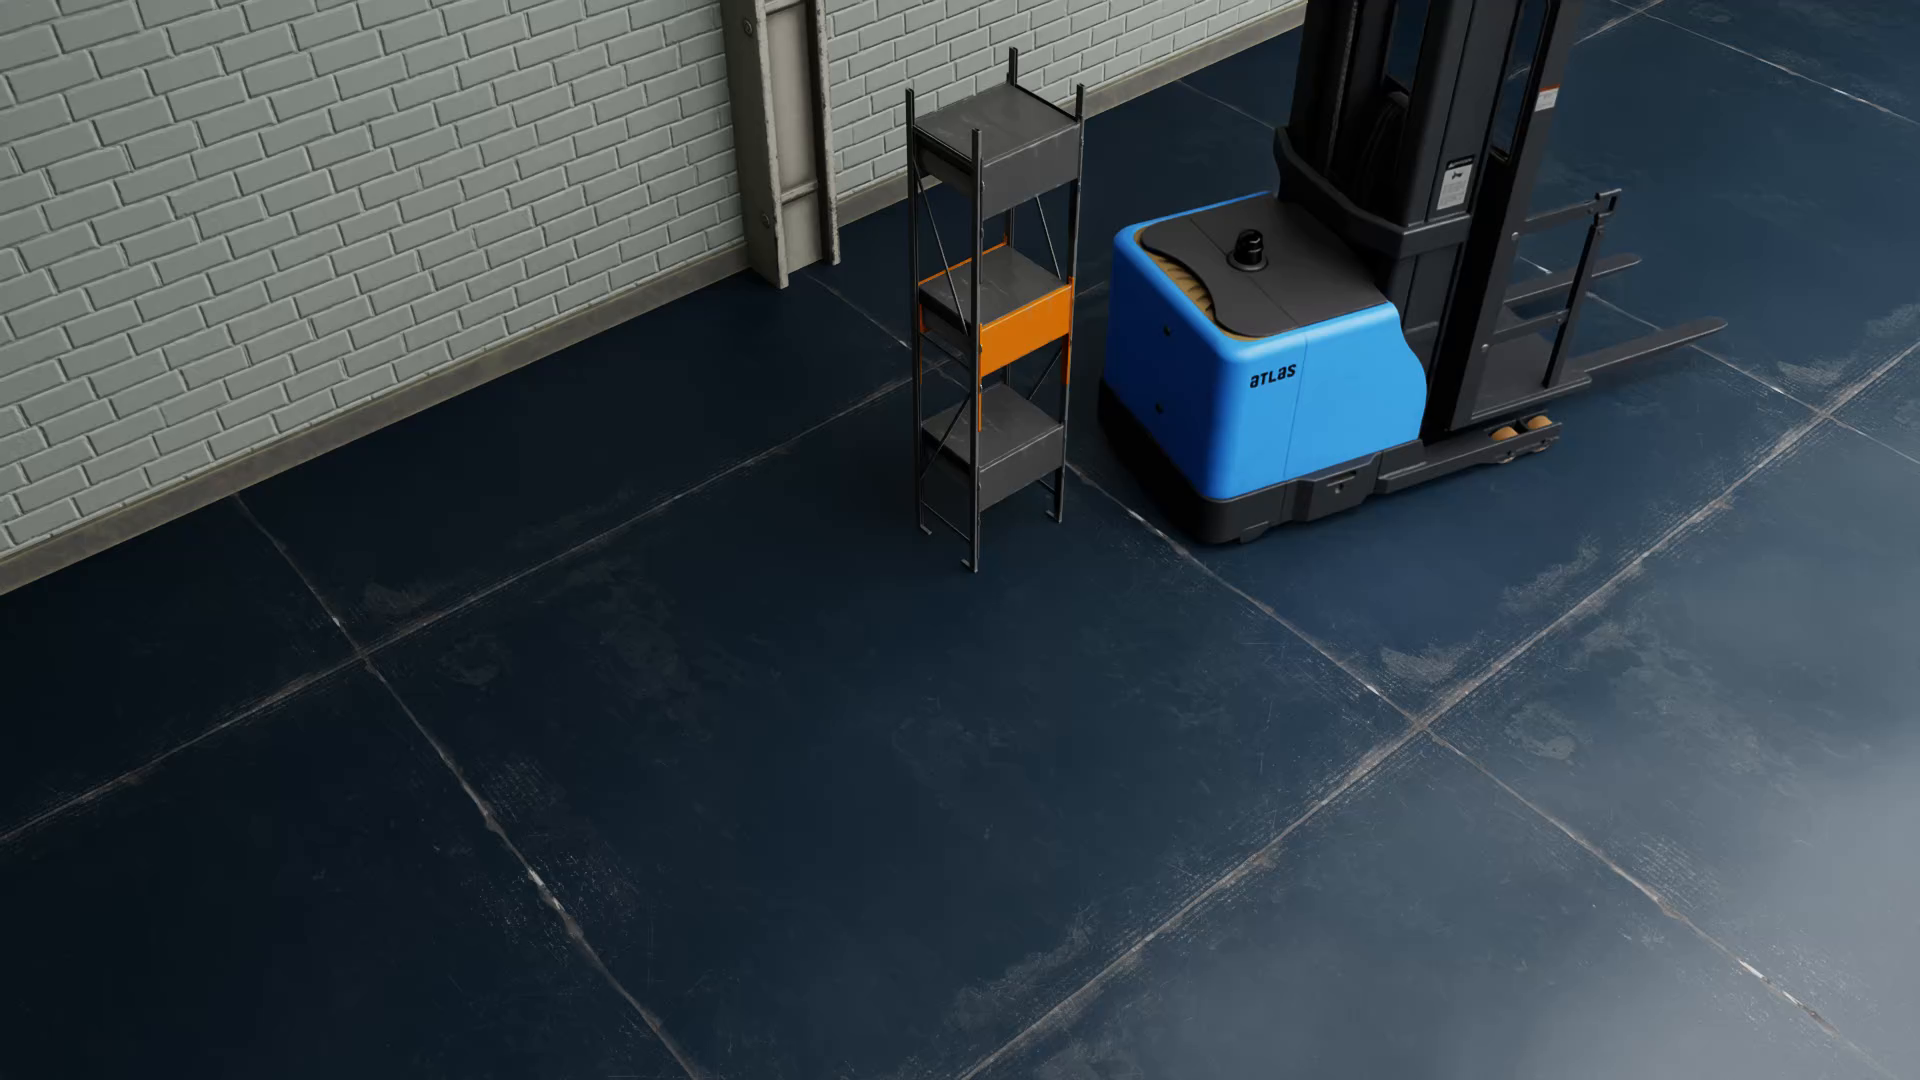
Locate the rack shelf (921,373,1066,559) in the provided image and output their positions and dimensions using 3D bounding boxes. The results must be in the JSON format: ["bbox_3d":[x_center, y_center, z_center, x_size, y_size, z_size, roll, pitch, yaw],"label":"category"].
[{"bbox_3d":[0.127,-0.318,7.097,0.480,0.518,0.431,-30,51,-28],"label":"rack shelf"}]

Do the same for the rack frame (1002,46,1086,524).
[{"bbox_3d":[0.314,-0.945,6.723,0.015,2.100,0.400,-30,51,-28],"label":"rack frame"}]

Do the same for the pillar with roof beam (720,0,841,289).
[{"bbox_3d":[1.881,-2.490,3.328,0.400,9.000,9.100,-30,51,-28],"label":"pillar with roof beam"}]

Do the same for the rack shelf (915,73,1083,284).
[{"bbox_3d":[0.127,-1.338,6.139,0.480,0.518,0.431,-30,51,-28],"label":"rack shelf"}]

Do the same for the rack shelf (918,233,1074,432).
[{"bbox_3d":[0.127,-0.828,6.618,0.480,0.518,0.431,-30,51,-28],"label":"rack shelf"}]

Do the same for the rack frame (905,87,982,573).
[{"bbox_3d":[-0.060,-0.731,6.494,0.015,2.100,0.400,-30,51,-28],"label":"rack frame"}]

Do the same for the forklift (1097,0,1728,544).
[{"bbox_3d":[2.201,-1.732,6.953,3.031,2.935,1.130,-17,46,-18],"label":"forklift"}]

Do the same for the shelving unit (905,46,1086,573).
[{"bbox_3d":[0.127,-0.838,6.609,0.503,2.100,0.431,-30,51,-28],"label":"shelving unit"}]
